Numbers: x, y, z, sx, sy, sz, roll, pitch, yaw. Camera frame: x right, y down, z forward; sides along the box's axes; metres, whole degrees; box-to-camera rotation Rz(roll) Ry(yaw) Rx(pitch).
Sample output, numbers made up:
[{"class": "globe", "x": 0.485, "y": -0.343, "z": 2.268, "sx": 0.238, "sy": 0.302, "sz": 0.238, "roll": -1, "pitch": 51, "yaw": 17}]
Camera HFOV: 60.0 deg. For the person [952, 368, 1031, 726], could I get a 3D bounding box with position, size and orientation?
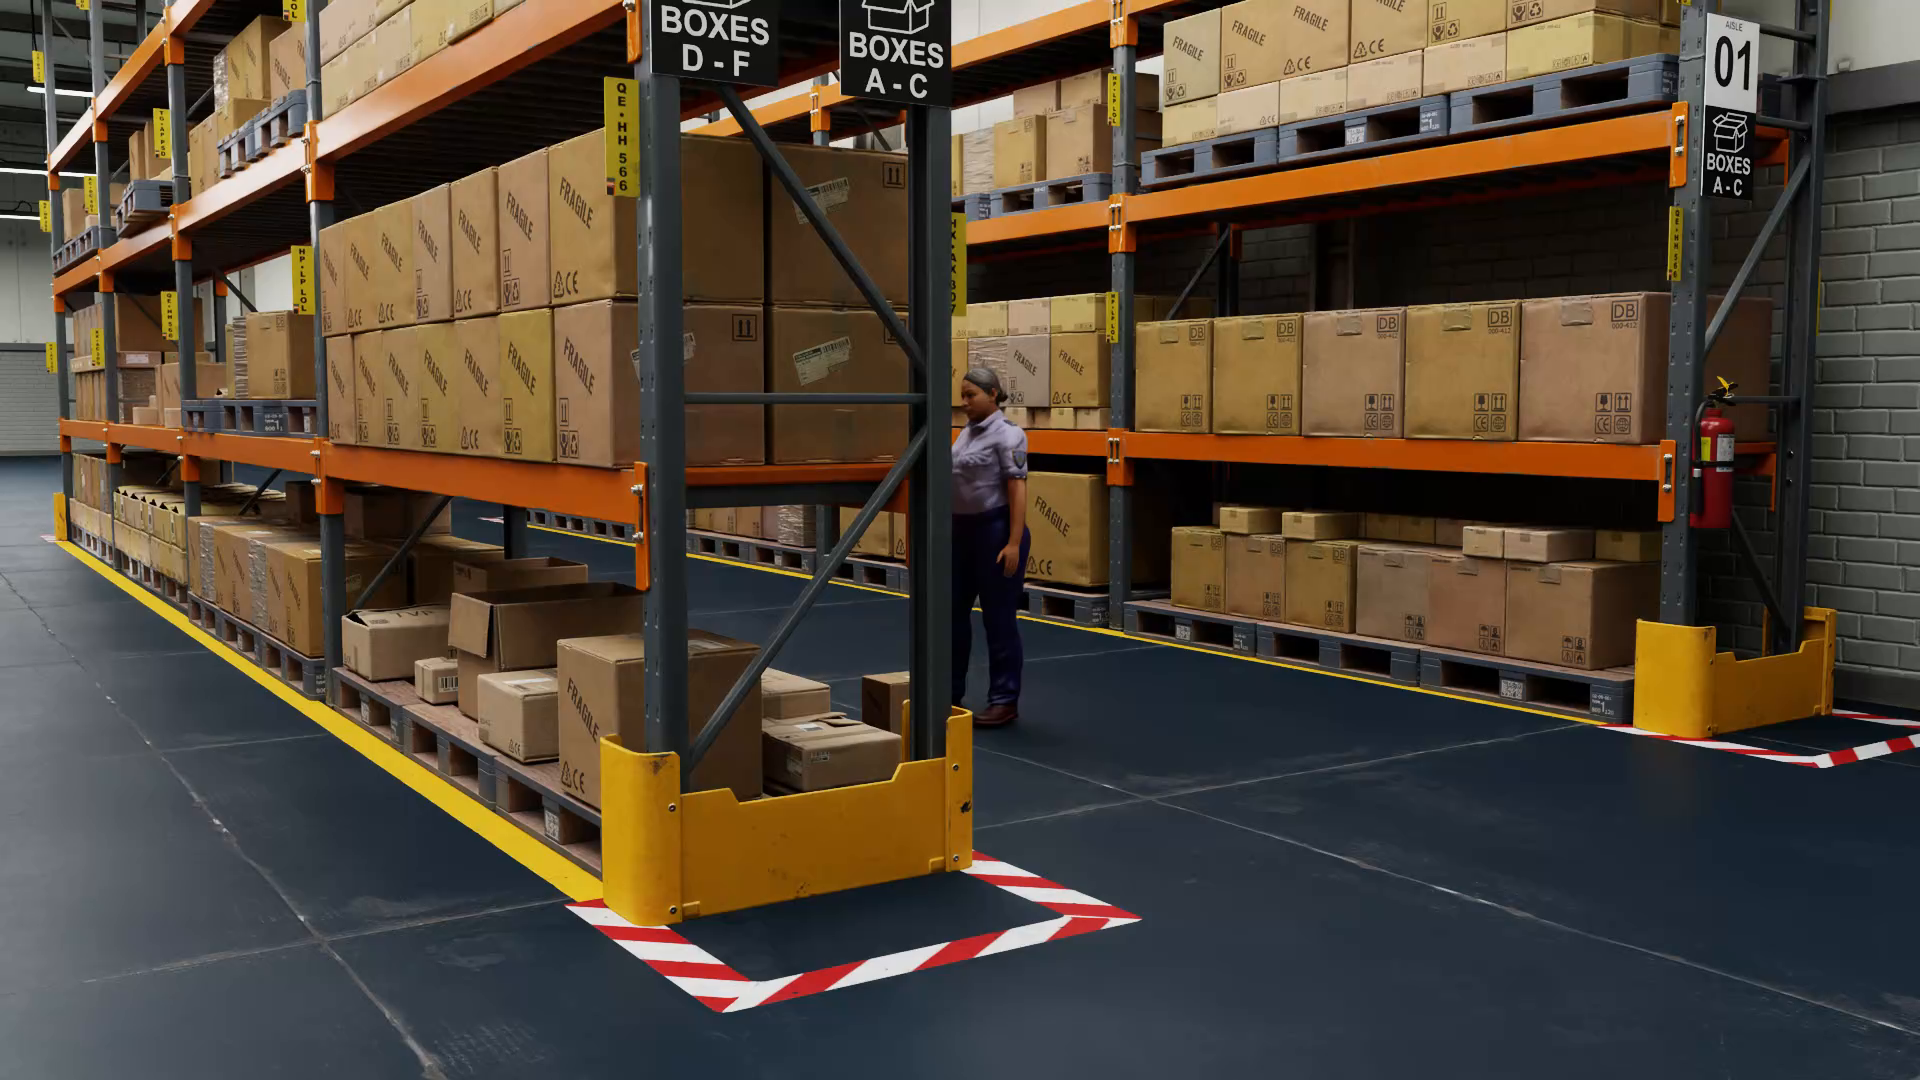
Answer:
[{"class": "person", "x": 0.079, "y": 0.041, "z": 7.727, "sx": 0.475, "sy": 1.678, "sz": 0.541, "roll": -4, "pitch": 6, "yaw": -39}]
